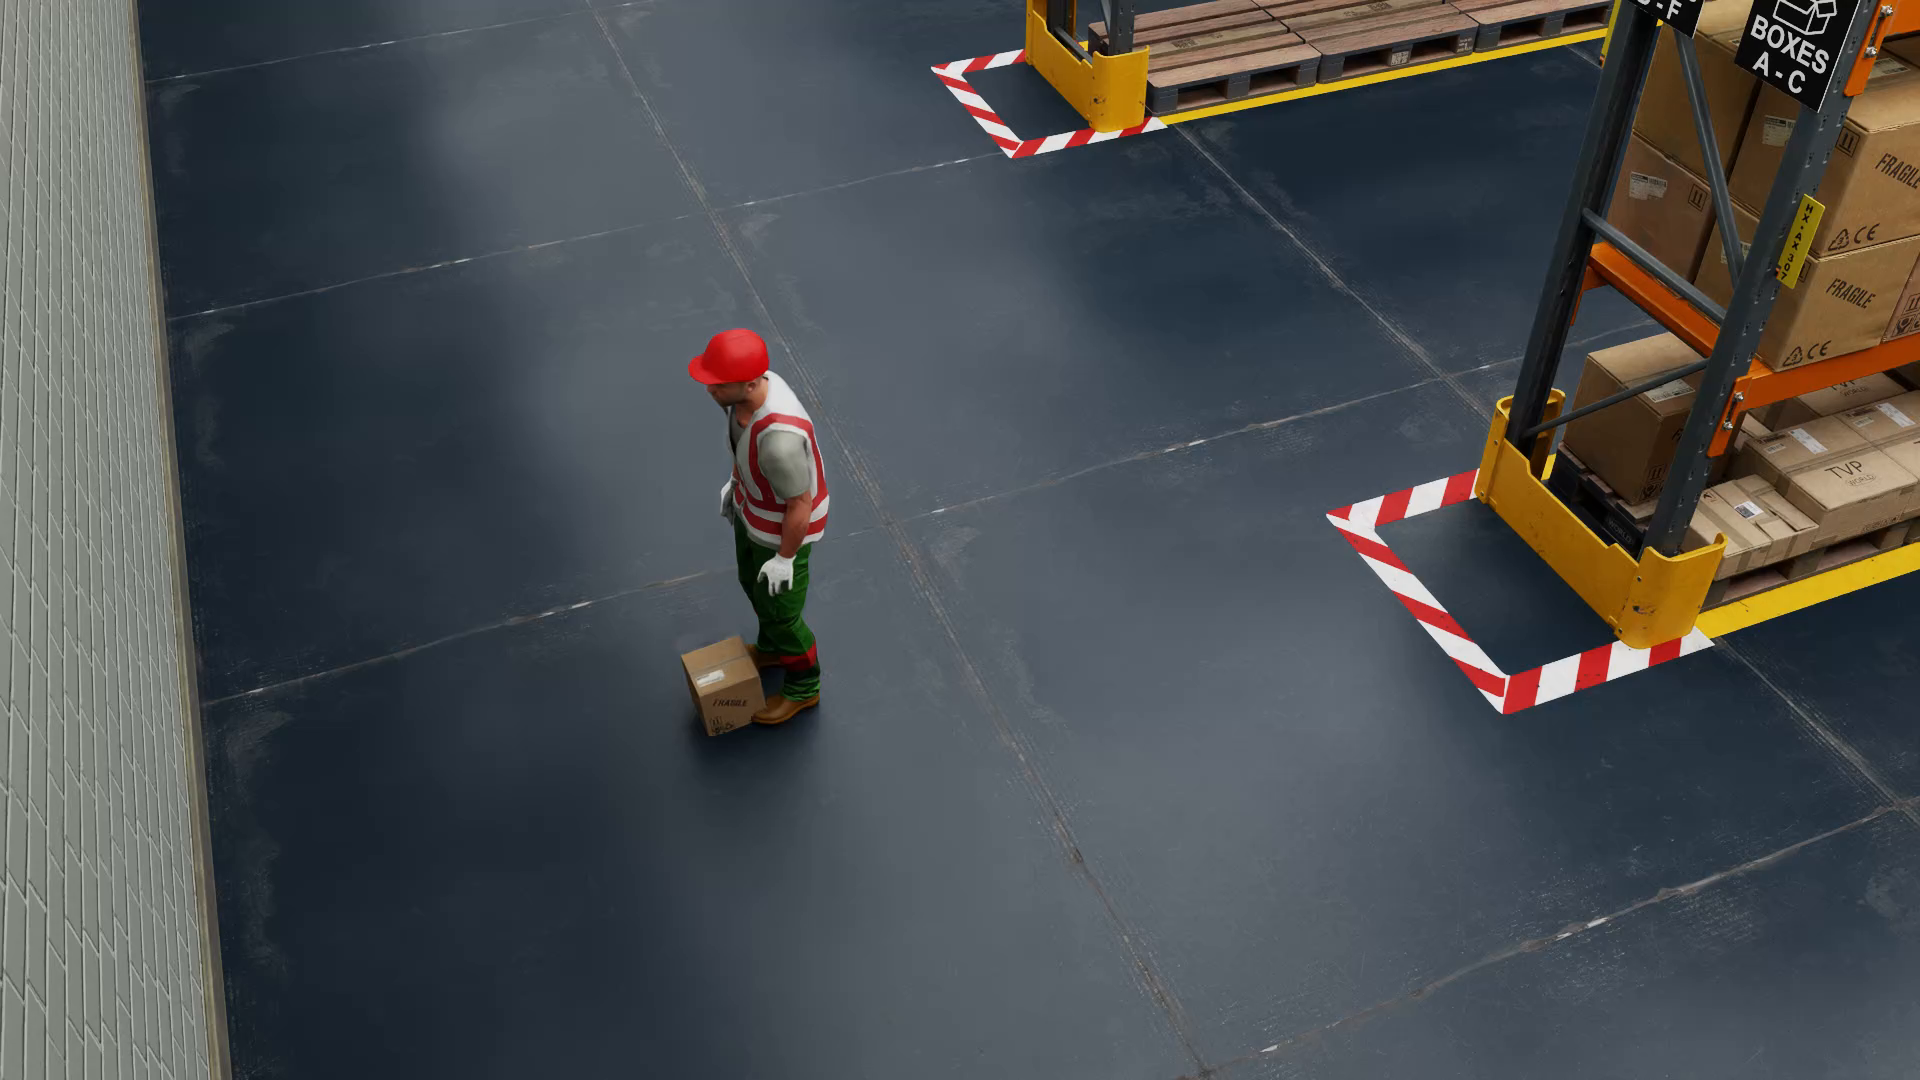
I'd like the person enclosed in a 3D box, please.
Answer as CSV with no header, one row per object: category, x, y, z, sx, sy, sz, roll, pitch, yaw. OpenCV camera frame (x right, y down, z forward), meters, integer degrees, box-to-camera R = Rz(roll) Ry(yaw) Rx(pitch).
person,-0.725,-0.059,6.213,0.441,1.780,0.579,-17,44,-18
